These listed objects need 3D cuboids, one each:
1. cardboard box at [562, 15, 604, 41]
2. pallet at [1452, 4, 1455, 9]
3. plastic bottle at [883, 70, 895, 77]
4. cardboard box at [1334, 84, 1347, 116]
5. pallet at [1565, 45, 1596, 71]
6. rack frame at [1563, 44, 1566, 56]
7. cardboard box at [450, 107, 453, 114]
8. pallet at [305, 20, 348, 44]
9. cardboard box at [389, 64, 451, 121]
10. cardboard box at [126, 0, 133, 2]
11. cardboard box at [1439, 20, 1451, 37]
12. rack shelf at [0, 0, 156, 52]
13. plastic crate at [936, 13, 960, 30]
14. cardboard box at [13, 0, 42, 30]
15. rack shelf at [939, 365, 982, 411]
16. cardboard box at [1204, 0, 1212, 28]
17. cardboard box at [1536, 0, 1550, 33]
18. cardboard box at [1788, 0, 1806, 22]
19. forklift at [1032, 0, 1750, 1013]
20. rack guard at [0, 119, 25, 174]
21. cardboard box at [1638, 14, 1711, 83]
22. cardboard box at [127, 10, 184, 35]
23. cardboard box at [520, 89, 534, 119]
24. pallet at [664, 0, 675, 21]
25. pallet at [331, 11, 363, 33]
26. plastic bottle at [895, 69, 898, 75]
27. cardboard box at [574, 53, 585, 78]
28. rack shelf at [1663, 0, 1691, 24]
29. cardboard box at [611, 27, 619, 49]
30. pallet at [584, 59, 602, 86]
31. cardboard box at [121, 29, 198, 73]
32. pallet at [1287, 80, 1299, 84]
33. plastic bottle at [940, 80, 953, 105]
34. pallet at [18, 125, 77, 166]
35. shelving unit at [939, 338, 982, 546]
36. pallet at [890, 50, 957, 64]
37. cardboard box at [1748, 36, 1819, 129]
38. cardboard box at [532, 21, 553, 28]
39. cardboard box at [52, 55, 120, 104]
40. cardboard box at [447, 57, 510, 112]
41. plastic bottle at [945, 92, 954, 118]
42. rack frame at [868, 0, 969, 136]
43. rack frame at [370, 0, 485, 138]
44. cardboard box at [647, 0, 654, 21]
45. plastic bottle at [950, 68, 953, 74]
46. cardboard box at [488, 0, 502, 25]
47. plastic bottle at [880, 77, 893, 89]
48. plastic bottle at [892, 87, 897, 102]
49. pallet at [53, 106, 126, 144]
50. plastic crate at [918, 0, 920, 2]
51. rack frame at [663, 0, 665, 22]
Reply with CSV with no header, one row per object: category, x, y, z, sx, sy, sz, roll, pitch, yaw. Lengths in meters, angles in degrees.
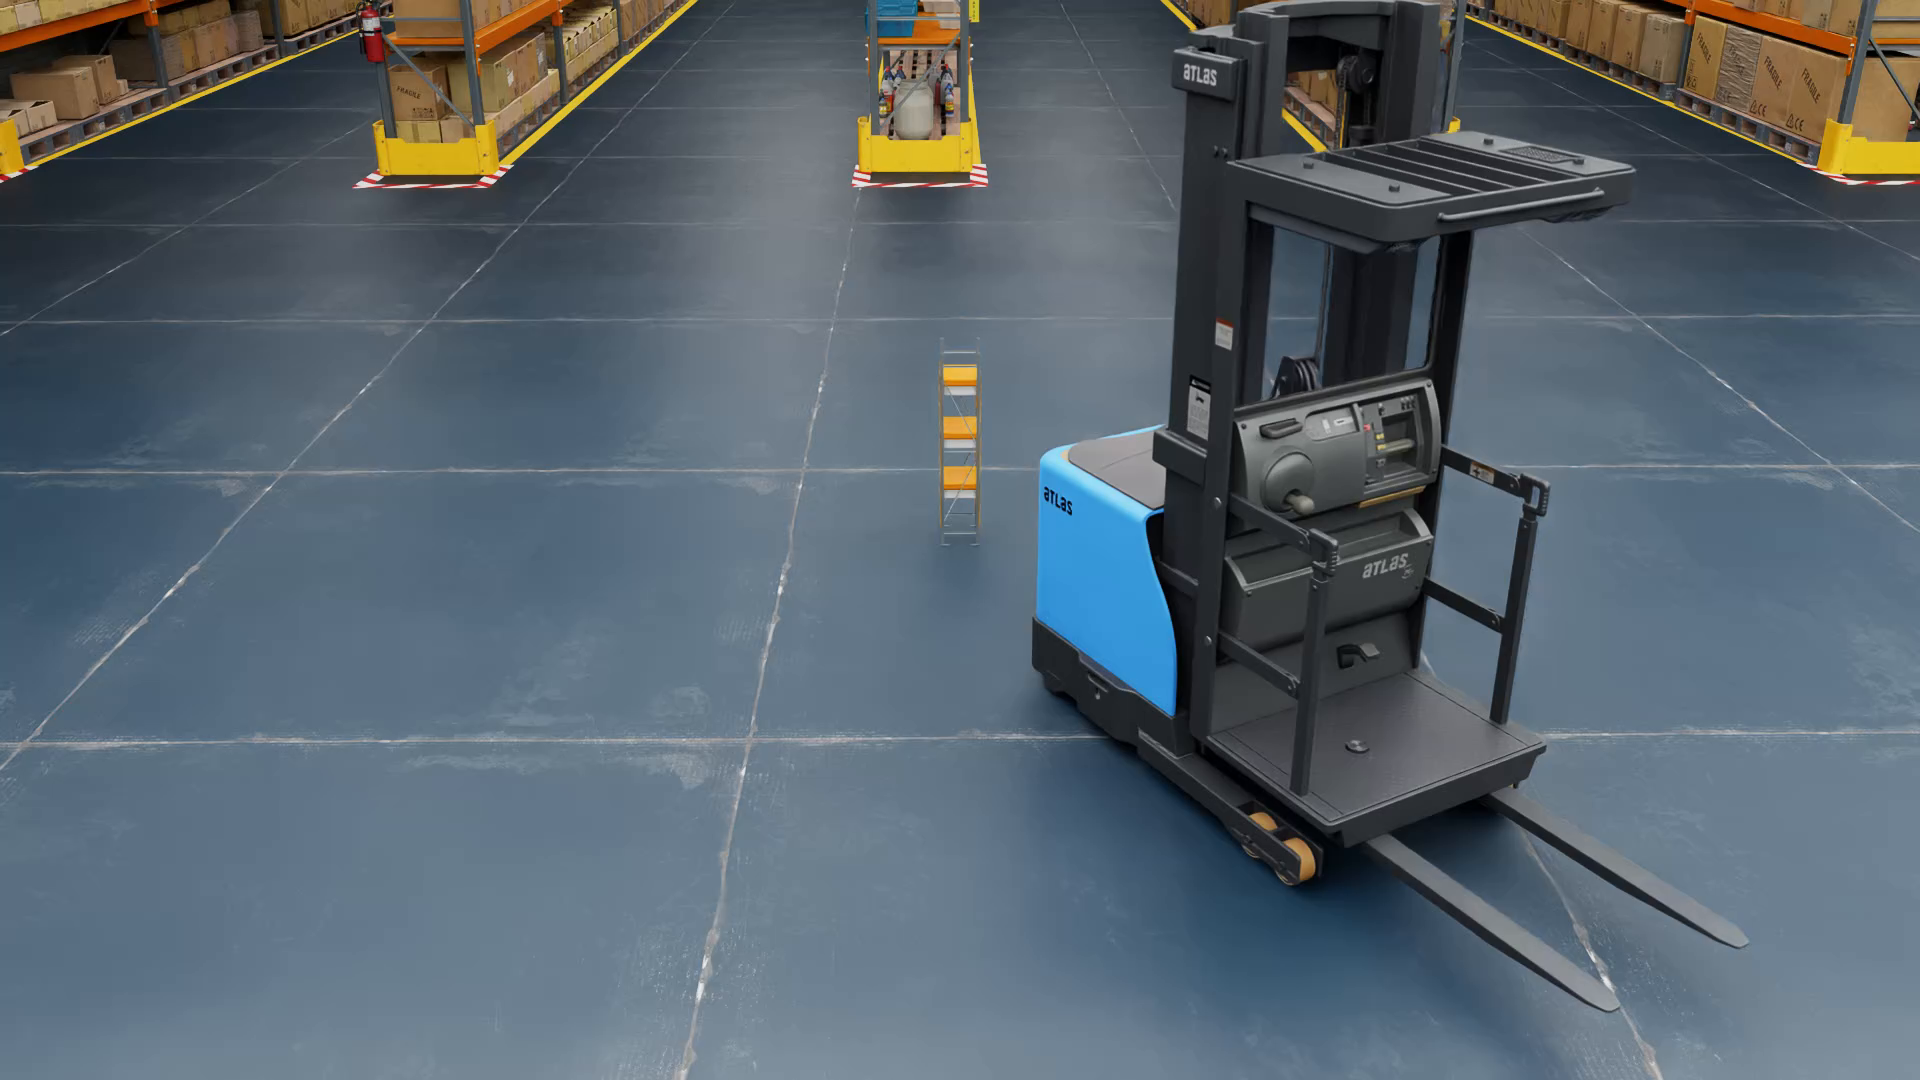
cardboard box,-5.184,-7.030,22.800,0.500,0.311,0.500,0,24,-1
pallet,9.313,-9.655,29.841,1.003,0.211,1.213,0,24,-1
plastic bottle,-0.858,-5.538,20.127,0.152,0.276,0.135,1,24,1
cardboard box,4.523,-5.033,18.763,0.500,0.500,0.500,2,24,4
pallet,9.349,-6.901,23.752,1.003,0.211,1.213,0,24,-1
rack frame,9.416,-8.496,23.896,1.000,3.000,0.127,0,24,-1
cardboard box,-5.682,-4.540,17.976,0.500,0.250,0.500,0,24,-1
pallet,-10.348,-8.005,26.193,1.003,0.211,1.213,0,24,-1
cardboard box,-5.667,-4.676,17.366,0.500,0.500,0.500,0,24,-1
cardboard box,-10.052,-6.548,19.745,0.500,0.250,0.500,0,24,0
cardboard box,4.777,-5.223,16.964,0.380,0.149,0.250,0,24,-1
rack shelf,-10.339,-5.649,18.473,1.077,0.370,4.000,0,24,-1
plastic crate,-0.099,-5.447,17.474,0.298,0.136,0.250,0,24,-1
cardboard box,-10.025,-5.510,17.450,0.500,0.250,0.500,-1,24,-2
rack shelf,-0.001,-0.749,8.470,0.215,0.259,0.240,0,24,-1
cardboard box,4.466,-8.391,25.731,1.225,0.875,0.875,0,24,0
cardboard box,9.145,-8.033,25.395,0.500,0.500,0.500,1,24,2
cardboard box,9.545,-5.879,17.926,0.875,0.550,0.550,0,24,-1
forklift,1.494,-0.308,5.875,1.130,2.935,3.031,-13,28,-27
rack guard,-10.318,-4.045,17.087,1.175,0.500,0.348,0,24,-1
cardboard box,9.363,-6.270,21.193,1.050,0.750,0.750,0,24,-1
cardboard box,-10.394,-6.689,21.488,0.500,0.250,0.500,-1,24,-2
cardboard box,-5.162,-4.955,18.893,0.500,0.250,0.500,0,24,-1
pallet,-5.501,-9.133,28.688,1.003,0.211,1.213,0,24,-1
pallet,-10.364,-8.509,27.308,1.003,0.211,1.213,0,24,-1
plastic bottle,-0.752,-5.542,20.127,0.061,0.283,0.133,0,24,-1
cardboard box,-5.168,-6.141,21.515,0.500,0.250,0.500,0,24,1
rack shelf,9.437,-7.345,22.222,1.077,0.370,4.000,0,24,-1
cardboard box,-5.201,-7.196,23.847,0.500,0.250,0.500,0,24,1
pallet,-5.471,-6.361,22.559,1.003,0.211,1.213,0,24,-1
cardboard box,-10.441,-6.378,21.712,0.700,0.500,0.500,-1,24,-2
pallet,4.488,-5.918,21.578,1.003,0.211,1.213,0,24,-1
plastic bottle,-0.156,-5.261,19.515,0.152,0.276,0.135,0,24,0
pallet,-10.291,-4.248,17.887,1.003,0.211,1.213,0,24,-1
shelving unit,-0.001,-0.500,8.582,0.215,1.050,0.252,0,24,-1
pallet,-0.528,-6.904,23.758,1.003,0.211,1.213,0,24,-1
cardboard box,9.418,-5.065,18.377,0.875,0.875,0.875,-1,24,-1
cardboard box,-5.715,-6.811,22.317,0.500,0.311,0.500,-1,24,-1
cardboard box,-10.309,-5.435,19.626,0.500,0.500,0.500,-2,24,-5
cardboard box,-5.154,-4.884,17.827,0.500,0.500,0.500,0,24,-1
plastic bottle,-0.119,-4.903,18.727,0.097,0.271,0.097,0,24,0
rack frame,-0.411,-5.197,16.601,1.000,3.000,0.127,0,24,-1
rack frame,-5.364,-5.176,16.555,1.000,3.000,0.127,0,24,-1
cardboard box,-5.201,-8.570,26.558,0.500,0.500,0.500,0,24,0
plastic bottle,-0.119,-5.611,20.279,0.061,0.283,0.133,1,24,2
cardboard box,-5.366,-5.835,17.891,0.700,0.500,0.500,0,24,0
plastic bottle,-0.852,-5.175,19.232,0.144,0.351,0.185,1,24,2
plastic bottle,-0.738,-5.019,18.970,0.061,0.283,0.133,0,24,-1
pallet,-10.302,-4.750,18.995,1.003,0.211,1.213,0,24,-1
plastic crate,-0.576,-6.601,19.780,0.767,0.338,0.504,0,24,-1
rack frame,-5.495,-10.121,27.488,1.000,3.000,0.127,0,24,-1
